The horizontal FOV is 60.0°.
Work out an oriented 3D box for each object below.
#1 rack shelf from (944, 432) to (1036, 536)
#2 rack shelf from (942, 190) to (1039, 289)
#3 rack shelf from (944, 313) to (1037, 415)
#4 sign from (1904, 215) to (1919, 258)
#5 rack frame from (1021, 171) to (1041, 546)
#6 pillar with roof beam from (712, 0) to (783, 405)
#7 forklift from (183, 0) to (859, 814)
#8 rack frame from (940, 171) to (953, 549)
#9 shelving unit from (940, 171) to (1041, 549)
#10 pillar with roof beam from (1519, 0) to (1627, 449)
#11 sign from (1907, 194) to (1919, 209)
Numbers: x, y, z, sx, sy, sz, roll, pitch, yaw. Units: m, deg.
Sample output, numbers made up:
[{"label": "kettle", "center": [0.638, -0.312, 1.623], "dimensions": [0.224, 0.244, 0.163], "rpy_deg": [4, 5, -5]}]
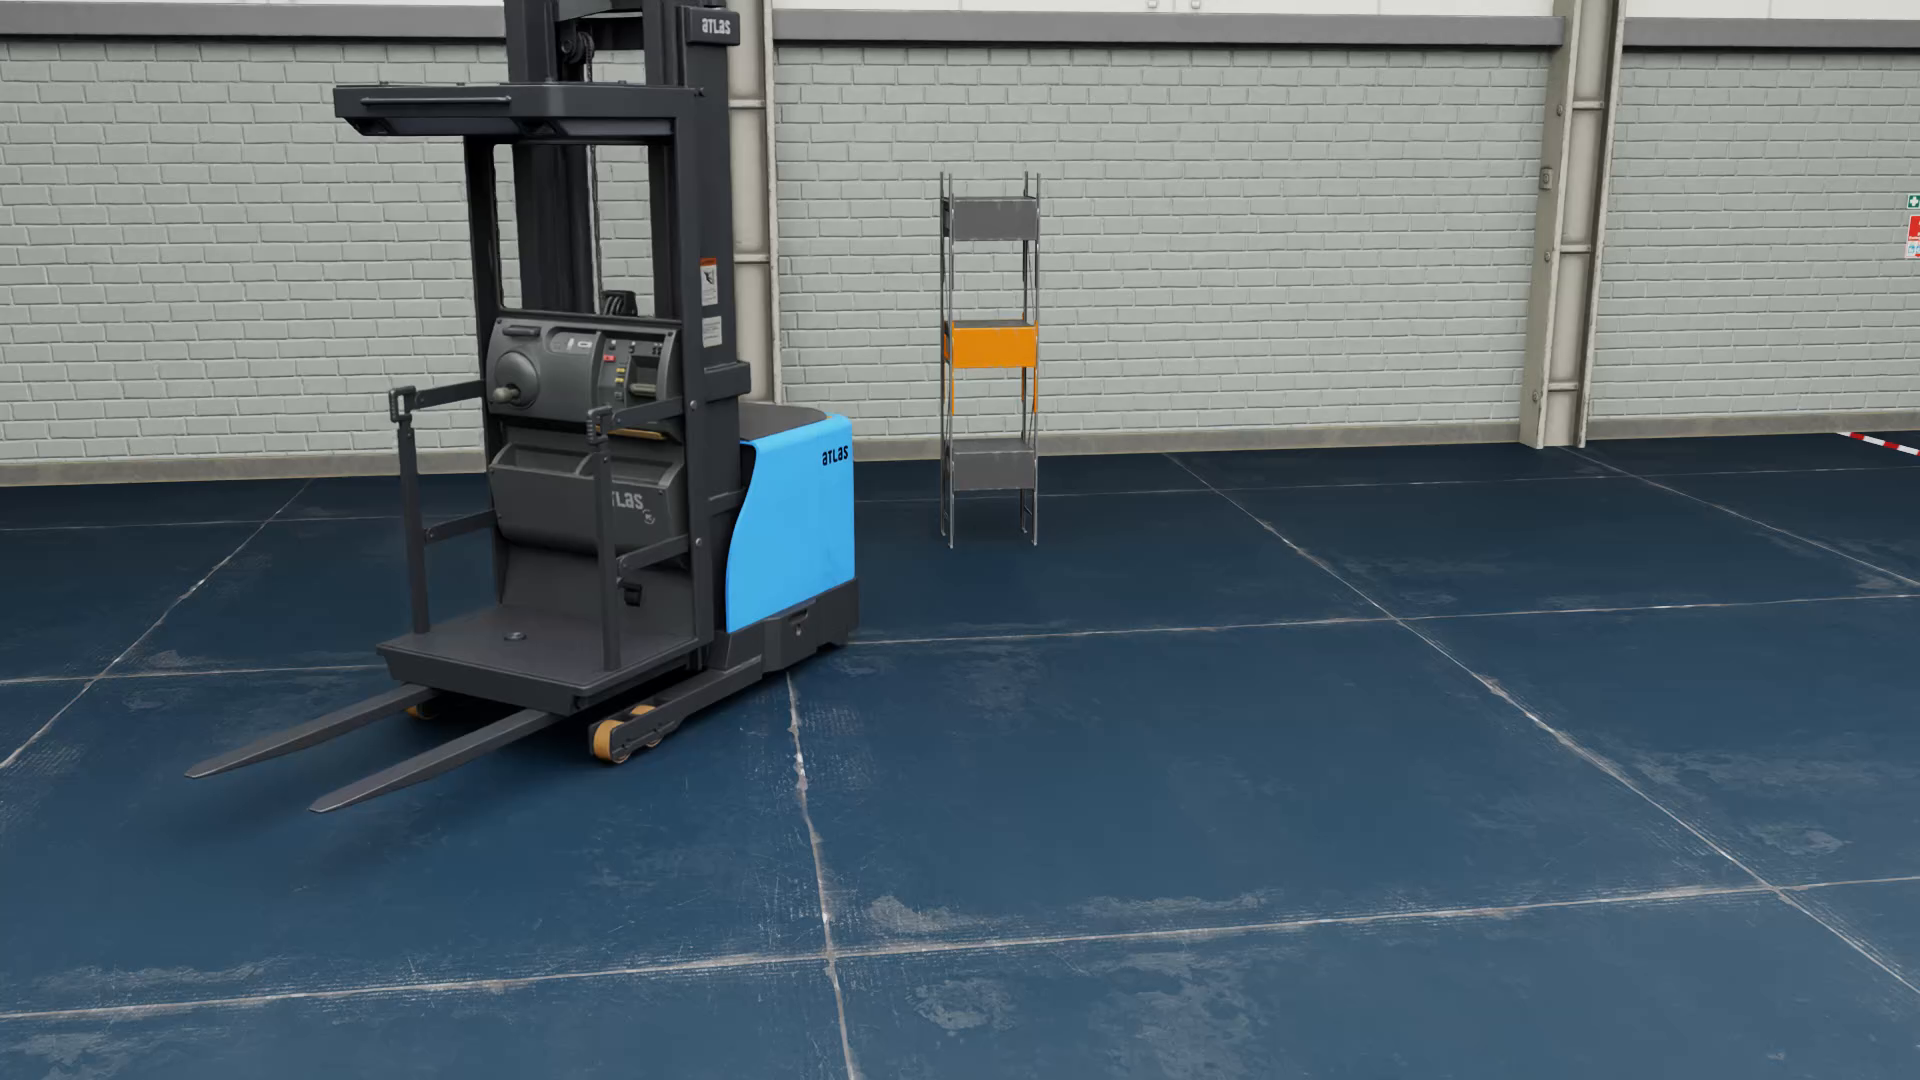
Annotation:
[{"label": "rack shelf", "center": [0.164, -0.332, 9.664], "dimensions": [0.480, 0.518, 0.431], "rpy_deg": [-2, 14, -8]}, {"label": "rack shelf", "center": [0.164, -1.690, 9.323], "dimensions": [0.480, 0.518, 0.431], "rpy_deg": [-2, 14, -8]}, {"label": "rack shelf", "center": [0.164, -1.011, 9.494], "dimensions": [0.480, 0.518, 0.431], "rpy_deg": [-2, 14, -8]}, {"label": "sign", "center": [7.408, -2.341, 12.817], "dimensions": [0.234, 0.329, 0.001], "rpy_deg": [-2, 14, -8]}, {"label": "rack frame", "center": [0.405, -1.033, 9.526], "dimensions": [0.015, 2.100, 0.400], "rpy_deg": [-2, 14, -8]}, {"label": "pillar with roof beam", "center": [-0.806, -3.839, 6.530], "dimensions": [0.400, 9.000, 9.100], "rpy_deg": [-2, 14, -8]}, {"label": "forklift", "center": [-1.620, -0.695, 6.469], "dimensions": [1.130, 2.935, 3.031], "rpy_deg": [8, 16, 28]}, {"label": "rack frame", "center": [-0.078, -1.016, 9.455], "dimensions": [0.015, 2.100, 0.400], "rpy_deg": [-2, 14, -8]}, {"label": "shelving unit", "center": [0.164, -1.024, 9.490], "dimensions": [0.503, 2.100, 0.431], "rpy_deg": [-2, 14, -8]}, {"label": "pillar with roof beam", "center": [5.127, -4.056, 7.397], "dimensions": [0.400, 9.000, 9.100], "rpy_deg": [-2, 14, -8]}, {"label": "sign", "center": [7.413, -2.596, 12.745], "dimensions": [0.331, 0.109, 0.001], "rpy_deg": [-2, 14, -8]}]
